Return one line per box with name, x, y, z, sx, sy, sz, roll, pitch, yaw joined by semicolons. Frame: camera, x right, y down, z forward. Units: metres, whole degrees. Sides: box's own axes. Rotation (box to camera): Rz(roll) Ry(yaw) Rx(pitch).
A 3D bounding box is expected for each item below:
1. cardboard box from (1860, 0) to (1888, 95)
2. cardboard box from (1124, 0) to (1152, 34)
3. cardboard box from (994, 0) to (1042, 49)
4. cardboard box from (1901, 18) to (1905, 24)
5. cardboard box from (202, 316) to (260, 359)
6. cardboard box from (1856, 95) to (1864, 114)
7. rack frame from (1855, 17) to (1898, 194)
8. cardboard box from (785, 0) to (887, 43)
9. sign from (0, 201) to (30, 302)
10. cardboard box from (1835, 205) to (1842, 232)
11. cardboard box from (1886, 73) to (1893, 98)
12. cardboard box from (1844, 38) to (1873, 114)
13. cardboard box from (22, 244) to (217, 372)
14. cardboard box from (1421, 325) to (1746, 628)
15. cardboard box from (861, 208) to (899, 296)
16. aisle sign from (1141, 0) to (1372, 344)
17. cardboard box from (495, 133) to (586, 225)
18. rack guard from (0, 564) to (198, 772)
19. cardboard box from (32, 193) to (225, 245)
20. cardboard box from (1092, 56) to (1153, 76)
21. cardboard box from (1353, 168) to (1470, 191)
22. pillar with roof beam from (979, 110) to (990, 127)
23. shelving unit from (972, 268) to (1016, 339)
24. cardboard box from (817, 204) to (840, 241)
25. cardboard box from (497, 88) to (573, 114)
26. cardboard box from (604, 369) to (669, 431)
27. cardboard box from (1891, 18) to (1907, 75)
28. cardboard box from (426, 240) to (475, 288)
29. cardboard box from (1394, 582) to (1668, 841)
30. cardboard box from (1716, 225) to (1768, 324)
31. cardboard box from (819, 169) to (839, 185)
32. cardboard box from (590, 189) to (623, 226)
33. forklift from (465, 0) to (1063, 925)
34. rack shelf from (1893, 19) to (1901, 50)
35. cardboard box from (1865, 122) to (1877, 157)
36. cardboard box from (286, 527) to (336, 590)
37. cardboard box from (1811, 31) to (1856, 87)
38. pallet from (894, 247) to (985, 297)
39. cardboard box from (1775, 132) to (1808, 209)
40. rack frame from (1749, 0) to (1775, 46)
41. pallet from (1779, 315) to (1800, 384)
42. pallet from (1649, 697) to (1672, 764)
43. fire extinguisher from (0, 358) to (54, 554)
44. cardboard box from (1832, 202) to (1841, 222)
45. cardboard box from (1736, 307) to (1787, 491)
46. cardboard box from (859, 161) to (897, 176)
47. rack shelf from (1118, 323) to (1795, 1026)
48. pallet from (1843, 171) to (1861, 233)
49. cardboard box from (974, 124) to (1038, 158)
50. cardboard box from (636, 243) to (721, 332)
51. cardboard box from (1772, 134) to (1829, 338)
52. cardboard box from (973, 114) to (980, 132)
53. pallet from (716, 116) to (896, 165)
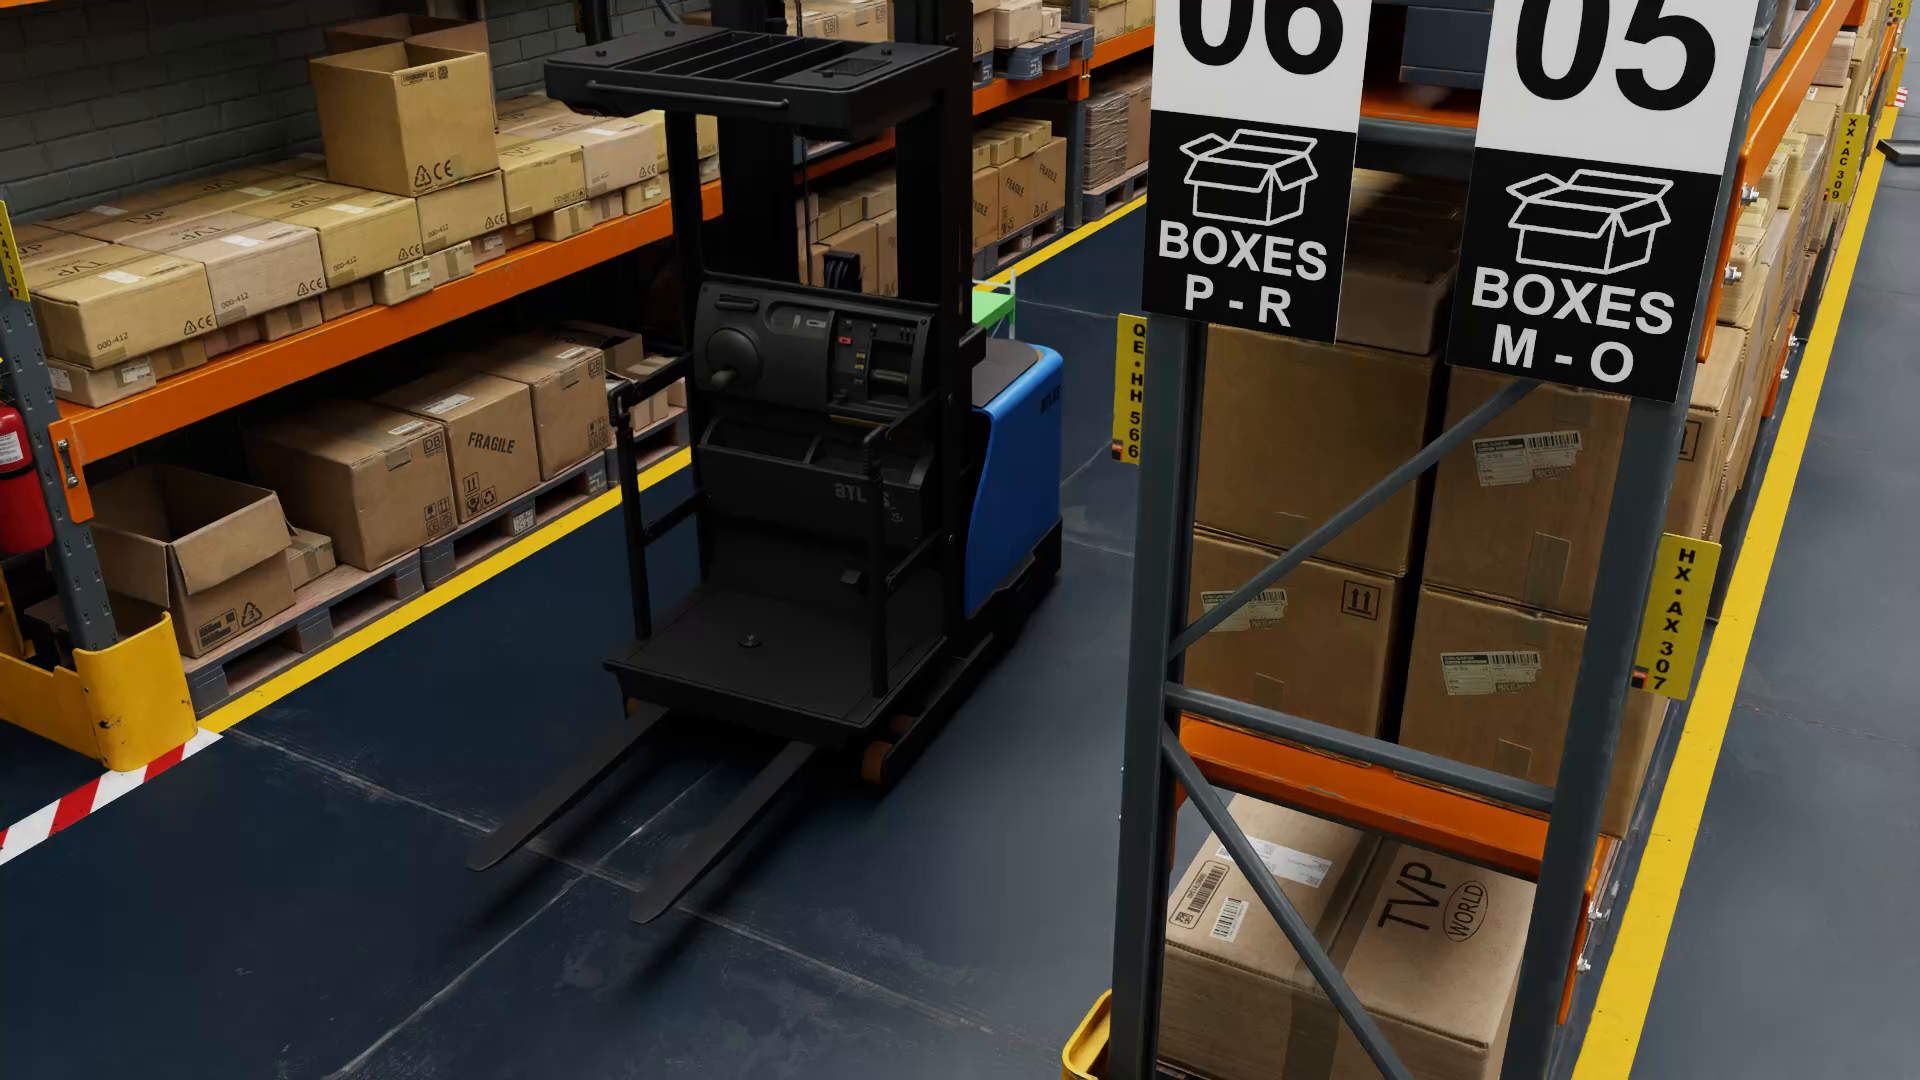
cardboard box;4.247;-2.515;8.195;0.500;0.500;0.500;14;30;26
cardboard box;1.129;-4.015;12.587;0.500;0.250;0.500;14;30;25
cardboard box;0.209;-3.406;10.902;0.500;0.250;0.500;13;29;24
cardboard box;8.158;-4.651;14.729;0.380;0.149;0.250;16;31;28
cardboard box;-2.905;-0.825;6.327;0.380;0.149;0.250;14;30;25
cardboard box;4.014;-1.981;7.965;0.500;0.250;0.500;13;29;25
rack frame;6.737;-4.235;12.859;1.000;3.000;0.127;14;30;26
cardboard box;-0.835;-2.783;9.377;0.700;0.500;0.500;15;30;27
sign;-3.017;-0.918;5.265;0.100;0.325;0.005;14;30;26
cardboard box;5.412;-2.196;11.253;0.950;0.372;0.625;14;30;25
cardboard box;8.529;-4.369;15.729;0.500;0.250;0.500;14;30;26
cardboard box;3.268;-1.717;6.601;0.500;0.500;0.500;15;30;27
cardboard box;-3.032;-0.834;5.899;0.500;0.250;0.500;14;30;26
cardboard box;1.318;-0.175;3.519;0.500;0.500;0.500;13;30;25
cardboard box;-0.585;-1.821;10.360;0.500;0.500;0.500;13;29;25
aisle sign;0.528;-0.761;3.015;0.394;0.787;0.004;14;30;26
cardboard box;-2.051;-1.633;7.496;0.500;0.250;0.500;14;30;26
rack guard;-3.452;0.438;6.316;1.175;0.500;0.348;14;30;26
cardboard box;-3.240;-1.154;6.540;0.500;0.250;0.500;14;30;26
cardboard box;1.410;-3.653;13.879;0.875;0.625;0.625;13;29;24
cardboard box;1.153;-0.837;4.117;0.380;0.149;0.250;15;30;27
pillar with roof beam;4.050;-6.209;10.101;9.100;9.000;0.400;14;30;26
shelving unit;0.039;-0.609;7.627;0.258;1.200;0.503;11;29;22
cardboard box;-0.929;-1.878;9.749;0.380;0.149;0.250;13;29;23
cardboard box;-2.001;-2.141;8.512;0.500;0.250;0.500;14;30;26
cardboard box;-1.716;-0.753;8.489;0.396;0.266;0.258;15;30;28
cardboard box;8.284;-4.514;15.181;0.500;0.500;0.500;15;30;28
cardboard box;-2.300;-1.204;7.084;0.380;0.149;0.250;15;30;27
cardboard box;1.320;0.273;3.742;0.500;0.500;0.500;14;30;26
cardboard box;1.544;-0.612;3.667;0.380;0.149;0.250;15;30;28
cardboard box;-0.992;-2.290;10.572;0.380;0.149;0.250;15;30;27
cardboard box;-1.828;-1.608;7.891;0.380;0.149;0.250;15;30;27
forklift;-0.622;-0.643;5.760;1.130;2.935;3.031;11;29;22
rack shelf;7.721;-4.693;14.578;1.077;0.370;4.000;14;30;26
cardboard box;7.262;-3.364;13.721;0.500;0.250;0.500;13;29;24
cardboard box;-2.864;0.062;6.990;0.380;0.149;0.250;13;29;24
cardboard box;2.927;-1.709;5.860;0.380;0.149;0.250;14;30;25
pallet;-0.556;-1.765;11.039;1.003;0.211;1.213;14;30;26
cardboard box;2.049;-1.013;4.469;0.380;0.149;0.250;13;30;25
rack frame;0.834;-2.241;2.174;1.000;3.000;0.127;14;30;26
pallet;4.316;-1.139;9.789;1.003;0.211;1.213;14;30;26
pallet;2.359;0.409;6.698;1.003;0.211;1.213;14;30;26
fire extinguisher;-3.160;-0.290;5.481;0.296;0.674;0.183;14;30;26
cardboard box;4.021;-1.755;8.072;0.500;0.250;0.500;14;30;25
cardboard box;2.313;-0.524;5.334;0.500;0.500;0.500;14;30;25
cardboard box;-0.419;-2.285;10.561;0.380;0.149;0.250;14;30;26
rack shelf;1.817;-0.016;5.235;1.077;0.370;4.000;14;30;26
pallet;6.355;-2.684;12.877;1.003;0.211;1.213;14;30;26
cardboard box;0.316;-2.766;11.524;0.380;0.149;0.250;13;29;23
cardboard box;-1.538;-1.535;9.790;0.500;0.500;0.500;14;30;26
cardboard box;2.311;-0.968;5.104;0.500;0.500;0.500;15;30;27
cardboard box;-0.082;-2.993;11.977;0.380;0.149;0.250;16;31;29
pallet;-1.034;-2.410;9.429;1.003;0.211;1.213;14;30;26
